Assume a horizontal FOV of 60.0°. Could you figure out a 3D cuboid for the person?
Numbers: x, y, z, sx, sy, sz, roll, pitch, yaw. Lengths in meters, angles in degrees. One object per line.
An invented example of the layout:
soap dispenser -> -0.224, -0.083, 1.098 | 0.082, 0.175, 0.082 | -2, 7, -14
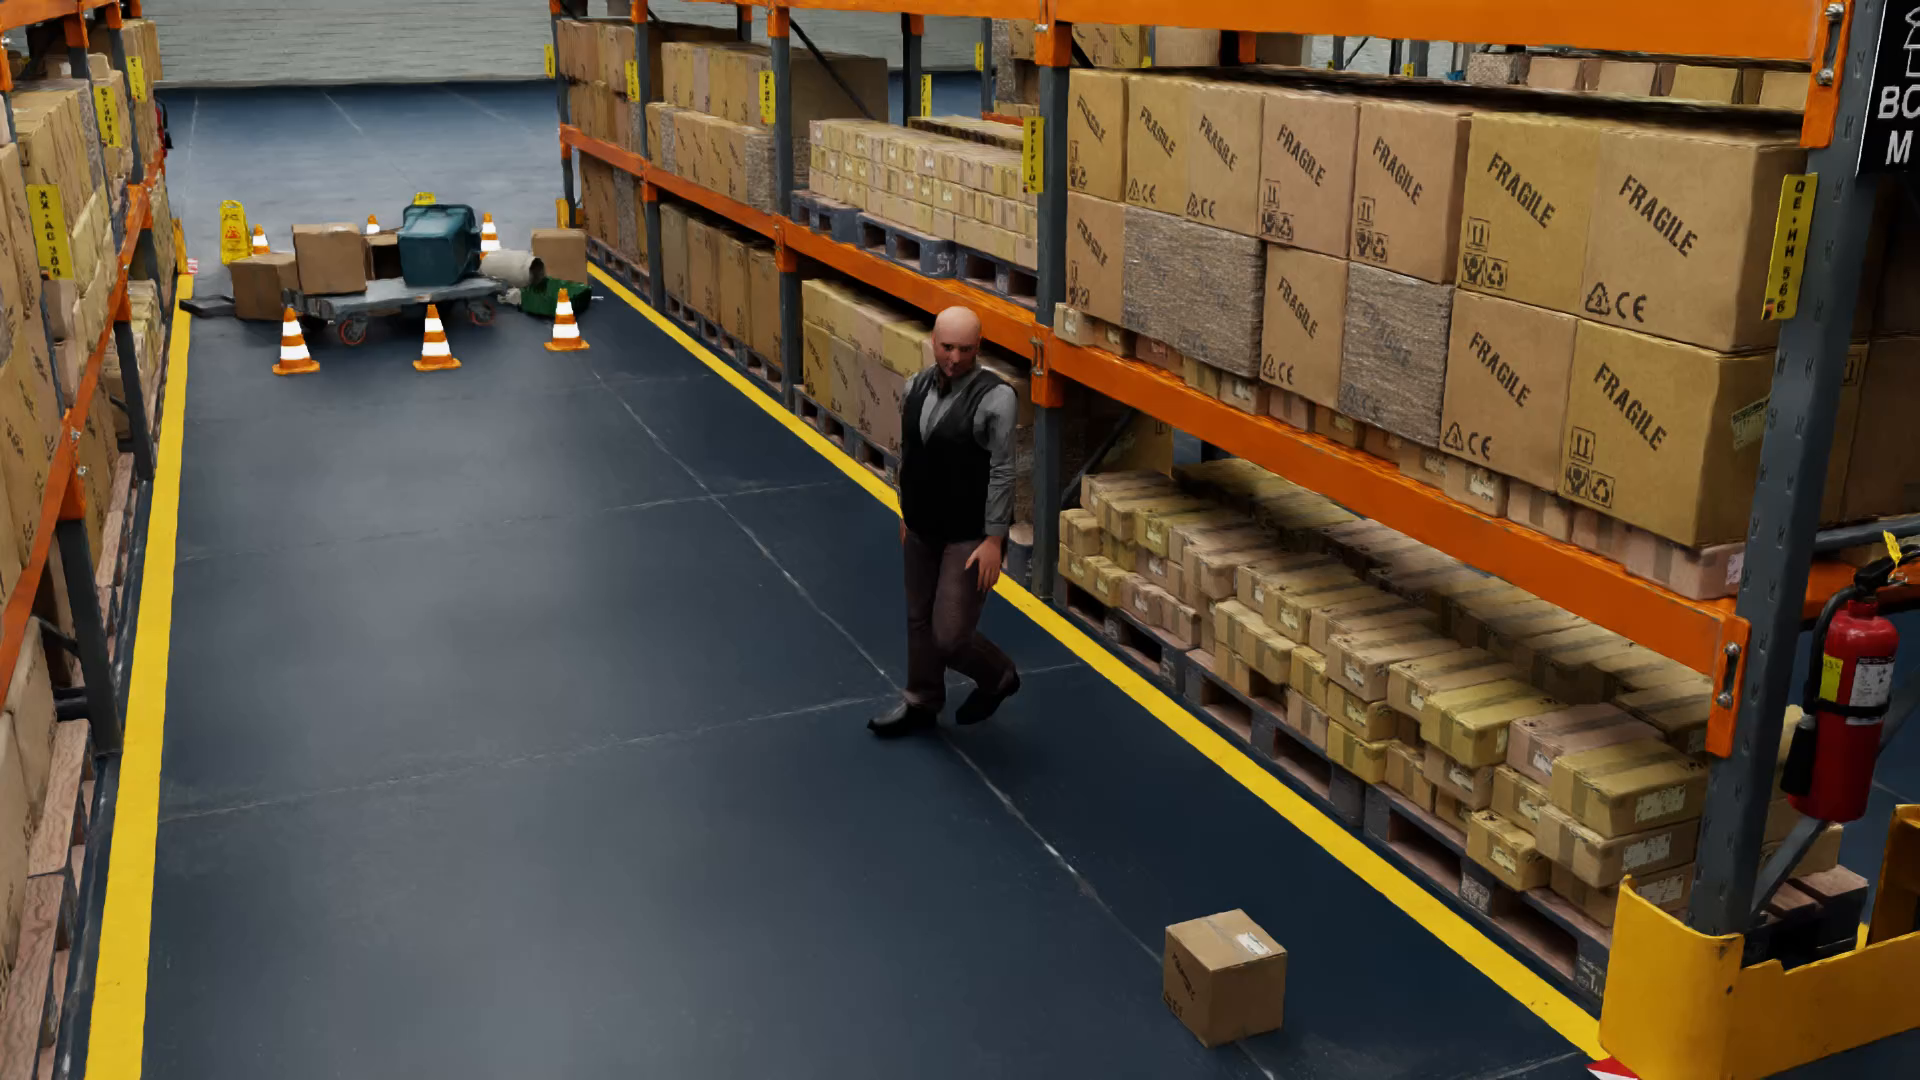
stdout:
person -> -0.012, -0.038, 6.198 | 0.603, 1.707, 0.486 | 17, 25, 42
